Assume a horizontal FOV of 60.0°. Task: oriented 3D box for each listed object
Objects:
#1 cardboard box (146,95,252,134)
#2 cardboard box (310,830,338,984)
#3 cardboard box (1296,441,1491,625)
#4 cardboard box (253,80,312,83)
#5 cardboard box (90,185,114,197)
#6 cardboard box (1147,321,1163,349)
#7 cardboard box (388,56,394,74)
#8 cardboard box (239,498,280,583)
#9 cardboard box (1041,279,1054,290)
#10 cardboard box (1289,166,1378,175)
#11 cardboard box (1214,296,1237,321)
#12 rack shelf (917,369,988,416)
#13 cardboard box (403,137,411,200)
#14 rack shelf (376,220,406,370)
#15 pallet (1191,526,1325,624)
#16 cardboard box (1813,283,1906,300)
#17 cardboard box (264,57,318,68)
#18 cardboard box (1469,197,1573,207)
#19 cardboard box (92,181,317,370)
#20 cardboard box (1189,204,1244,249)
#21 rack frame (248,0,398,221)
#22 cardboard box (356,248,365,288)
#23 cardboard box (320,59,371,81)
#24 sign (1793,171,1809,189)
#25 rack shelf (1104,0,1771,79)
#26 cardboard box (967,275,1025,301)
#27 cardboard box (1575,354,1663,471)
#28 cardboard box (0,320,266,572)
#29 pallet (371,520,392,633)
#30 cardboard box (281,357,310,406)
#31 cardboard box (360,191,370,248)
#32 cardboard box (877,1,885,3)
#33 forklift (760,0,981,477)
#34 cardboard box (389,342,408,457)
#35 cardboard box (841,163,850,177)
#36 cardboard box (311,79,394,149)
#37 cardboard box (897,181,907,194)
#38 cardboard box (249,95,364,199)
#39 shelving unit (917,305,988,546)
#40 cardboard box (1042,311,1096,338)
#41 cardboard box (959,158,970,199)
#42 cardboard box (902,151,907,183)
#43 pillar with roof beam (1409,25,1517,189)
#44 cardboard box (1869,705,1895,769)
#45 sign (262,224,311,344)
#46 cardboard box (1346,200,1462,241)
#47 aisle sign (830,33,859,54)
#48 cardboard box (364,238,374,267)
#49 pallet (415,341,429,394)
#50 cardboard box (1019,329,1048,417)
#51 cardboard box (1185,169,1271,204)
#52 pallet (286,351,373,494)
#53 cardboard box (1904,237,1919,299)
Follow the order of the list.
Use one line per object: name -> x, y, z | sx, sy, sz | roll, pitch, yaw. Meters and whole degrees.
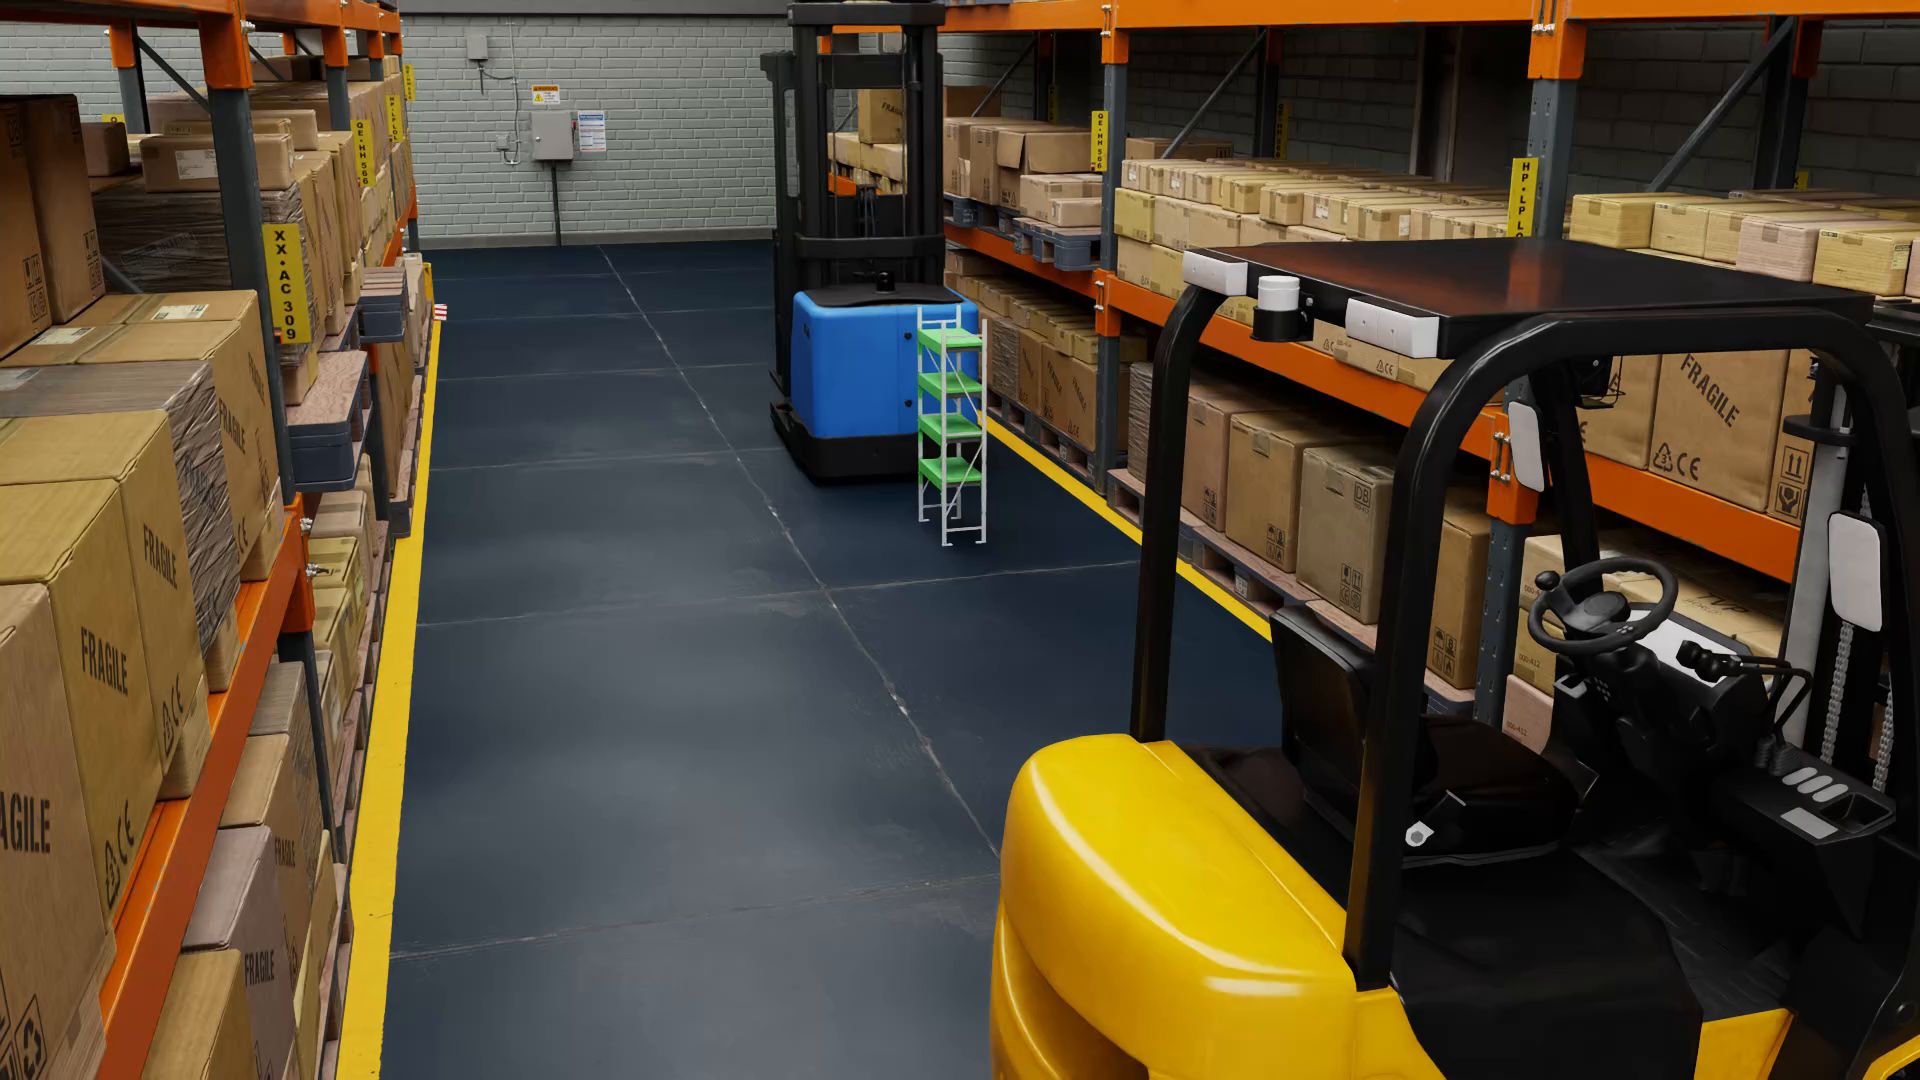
cardboard box -> -3.868, -1.999, 8.482 | 0.500, 0.500, 0.500 | -5, 17, -17
cardboard box -> -1.954, 1.014, 4.411 | 0.500, 0.250, 0.500 | -4, 17, -13
cardboard box -> 2.036, -0.060, 7.335 | 0.875, 0.625, 0.625 | -5, 17, -16
cardboard box -> -4.969, -3.092, 12.120 | 0.500, 0.500, 0.500 | -5, 17, -16
cardboard box -> -2.723, -0.745, 4.797 | 0.500, 0.500, 0.500 | -5, 17, -16
cardboard box -> 1.406, -1.303, 10.563 | 0.380, 0.149, 0.250 | -4, 17, -14
cardboard box -> -5.107, -4.111, 14.385 | 0.380, 0.149, 0.250 | -4, 17, -14
cardboard box -> -1.919, 0.010, 4.142 | 0.380, 0.149, 0.250 | -4, 17, -14
cardboard box -> 0.824, -1.878, 12.478 | 0.380, 0.149, 0.250 | -6, 18, -18
cardboard box -> 1.907, -1.826, 8.515 | 0.380, 0.149, 0.250 | -5, 17, -16
cardboard box -> 1.466, -1.248, 8.155 | 0.500, 0.250, 0.500 | -5, 18, -17
rack shelf -> -0.046, -0.789, 8.881 | 0.258, 0.148, 0.480 | -5, 17, -15
cardboard box -> -4.857, -3.075, 13.802 | 0.500, 0.500, 0.500 | -4, 17, -14
rack shelf -> -4.024, -1.559, 10.178 | 1.077, 0.370, 4.000 | -5, 17, -15
pallet -> 1.817, 0.159, 8.054 | 1.003, 0.211, 1.213 | -5, 17, -15
cardboard box -> 2.469, -0.599, 4.430 | 0.380, 0.149, 0.250 | -5, 17, -16
cardboard box -> -5.255, -3.713, 13.059 | 0.380, 0.149, 0.250 | -5, 17, -16
cardboard box -> 2.325, -1.327, 6.853 | 0.380, 0.149, 0.250 | -5, 17, -16
cardboard box -> -2.228, -0.788, 4.939 | 0.500, 0.500, 0.500 | -4, 17, -14
cardboard box -> 1.447, -1.484, 8.072 | 0.500, 0.250, 0.500 | -5, 17, -17
rack frame -> -4.574, -2.457, 11.916 | 1.000, 3.000, 0.127 | -5, 17, -15
cardboard box -> -2.903, -1.224, 7.521 | 0.380, 0.149, 0.250 | -5, 17, -16
cardboard box -> -4.411, -3.402, 12.024 | 0.380, 0.149, 0.250 | -5, 17, -16
sign -> 2.930, -1.134, 5.871 | 0.100, 0.325, 0.005 | -5, 17, -15
rack shelf -> 1.847, -2.283, 7.373 | 1.077, 0.370, 4.000 | -5, 17, -15
cardboard box -> 0.273, -1.904, 12.564 | 0.380, 0.149, 0.250 | -6, 18, -18
cardboard box -> 2.267, -0.542, 5.368 | 0.500, 0.500, 0.500 | -5, 17, -17
cardboard box -> -1.866, -0.189, 3.676 | 0.500, 0.500, 0.500 | -4, 17, -13
pallet -> -3.261, 0.202, 7.914 | 1.003, 0.211, 1.213 | -5, 17, -15
cardboard box -> -2.223, -0.502, 5.117 | 0.380, 0.149, 0.250 | -4, 17, -14
cardboard box -> -3.376, -1.678, 8.714 | 0.500, 0.250, 0.500 | -5, 17, -16
cardboard box -> -0.498, -4.599, 14.272 | 0.380, 0.149, 0.250 | -5, 17, -15
forklift -> -0.705, -2.162, 11.055 | 1.130, 2.935, 3.031 | -4, 17, -13
cardboard box -> -3.826, -0.978, 9.959 | 0.875, 0.875, 0.875 | -4, 17, -15
cardboard box -> -0.961, -3.657, 16.349 | 0.380, 0.149, 0.250 | -4, 17, -14
cardboard box -> -4.472, -3.134, 12.260 | 0.500, 0.500, 0.500 | -5, 17, -15
cardboard box -> -0.320, -2.938, 13.957 | 0.380, 0.149, 0.250 | -4, 17, -14
cardboard box -> -3.375, -2.033, 8.593 | 0.500, 0.500, 0.500 | -5, 18, -17
shelving unit -> -0.046, -0.620, 8.932 | 0.258, 1.200, 0.503 | -5, 17, -15
cardboard box -> 0.754, -1.401, 10.889 | 0.380, 0.149, 0.250 | -4, 17, -14
cardboard box -> 0.211, -2.572, 11.805 | 0.396, 0.266, 0.258 | -4, 17, -13
cardboard box -> -0.177, -3.042, 13.610 | 0.500, 0.250, 0.500 | -4, 17, -14
pillar with roof beam -> -1.617, -3.987, 6.583 | 9.100, 9.000, 0.400 | -5, 17, -15
cardboard box -> 2.643, 0.583, 4.109 | 0.500, 0.250, 0.500 | -5, 17, -16
sign -> -1.856, -0.703, 4.575 | 0.100, 0.325, 0.005 | -5, 17, -15
cardboard box -> 1.784, -1.277, 6.687 | 0.380, 0.149, 0.250 | -5, 18, -17
aisle sign -> -1.203, -5.197, 16.521 | 0.394, 0.787, 0.004 | -5, 17, -15
cardboard box -> -3.367, -1.434, 8.771 | 0.500, 0.250, 0.500 | -5, 17, -16
pallet -> -4.708, -1.338, 13.038 | 1.003, 0.211, 1.213 | -5, 17, -15
cardboard box -> 0.700, -1.131, 11.120 | 0.500, 0.500, 0.500 | -4, 17, -13
cardboard box -> 1.355, -1.777, 8.351 | 0.380, 0.149, 0.250 | -4, 17, -15
pallet -> -2.445, -0.375, 5.319 | 1.003, 0.211, 1.213 | -5, 17, -15
cardboard box -> 2.629, -0.677, 4.172 | 0.380, 0.149, 0.250 | -5, 17, -15
